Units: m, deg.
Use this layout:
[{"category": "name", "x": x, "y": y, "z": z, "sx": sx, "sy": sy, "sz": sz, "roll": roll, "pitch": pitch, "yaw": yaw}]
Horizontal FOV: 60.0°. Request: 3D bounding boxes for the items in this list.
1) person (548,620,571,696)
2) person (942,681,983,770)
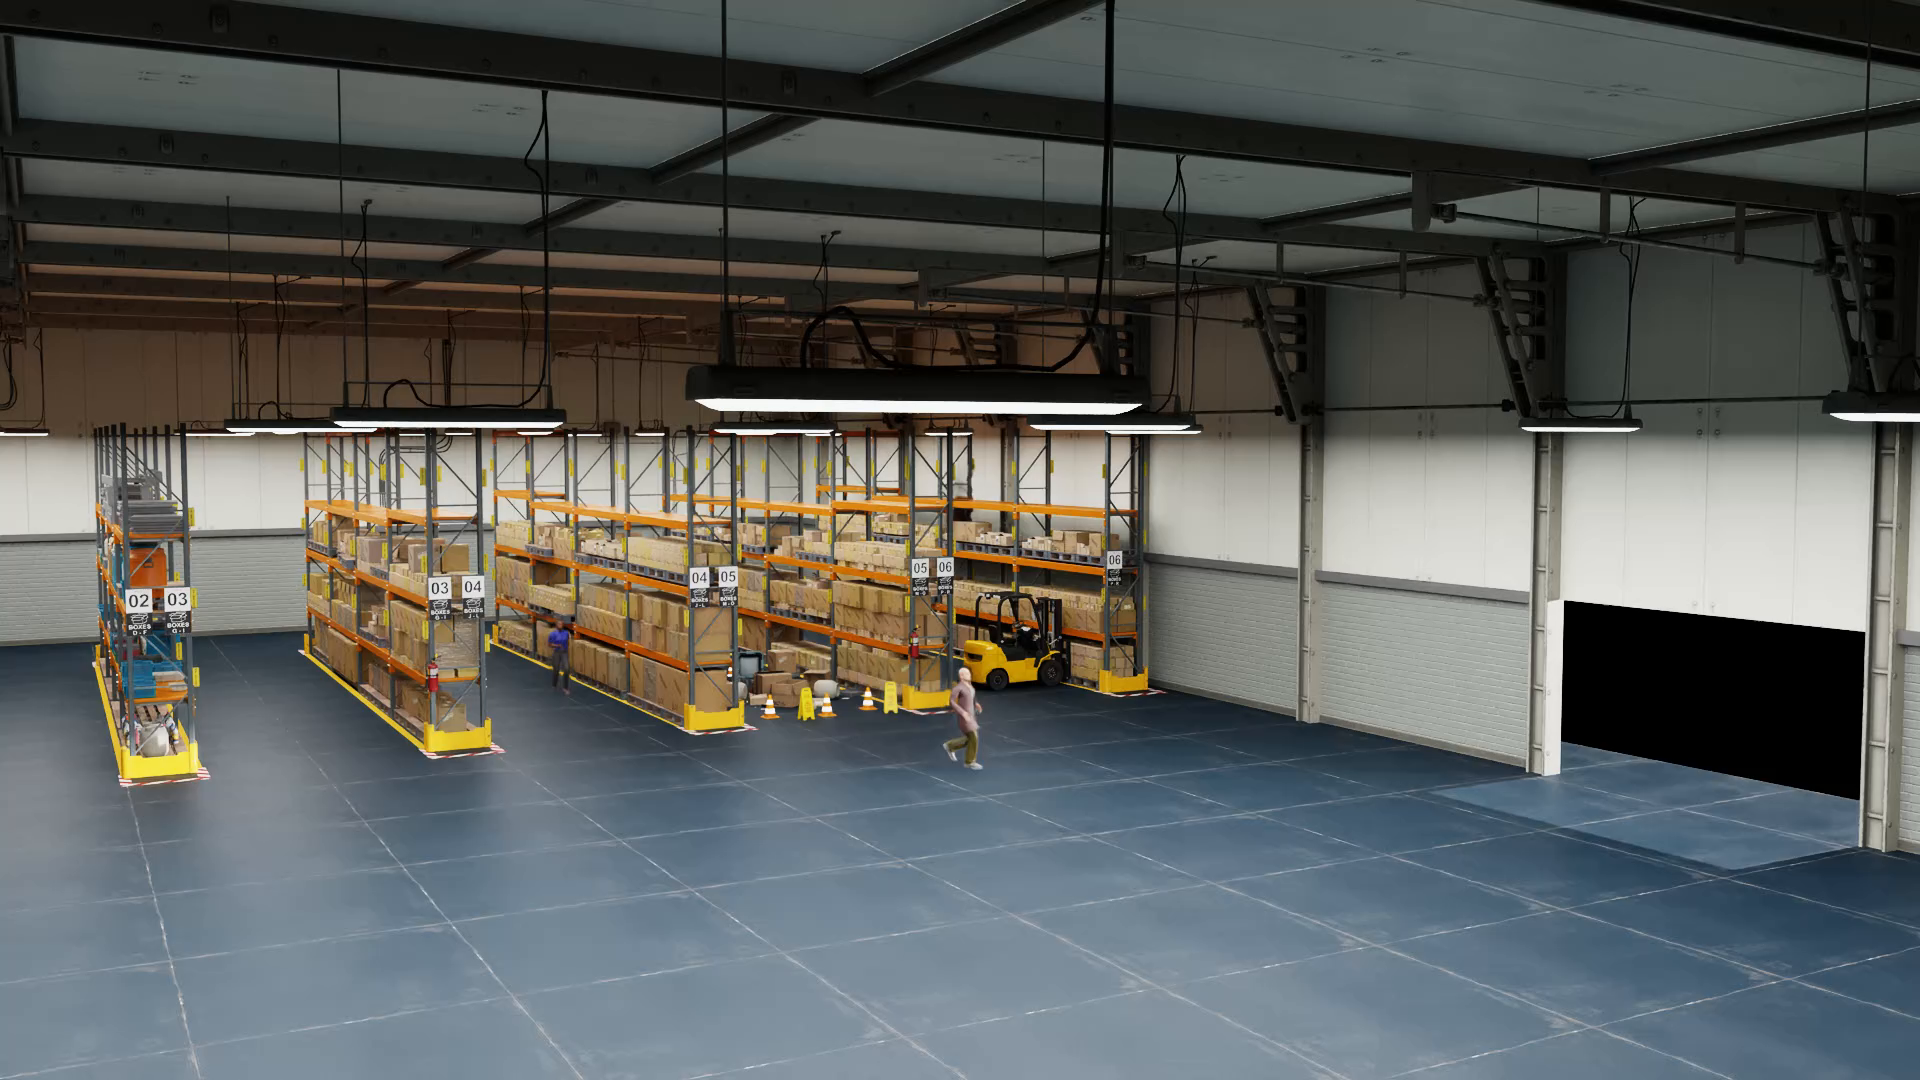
[{"category": "person", "x": -8.998, "y": 2.644, "z": 37.364, "sx": 0.563, "sy": 1.700, "sz": 0.766, "roll": -2, "pitch": 4, "yaw": -29}, {"category": "person", "x": 0.050, "y": 3.210, "z": 28.997, "sx": 0.761, "sy": 1.545, "sz": 0.706, "roll": 1, "pitch": 4, "yaw": 22}]
